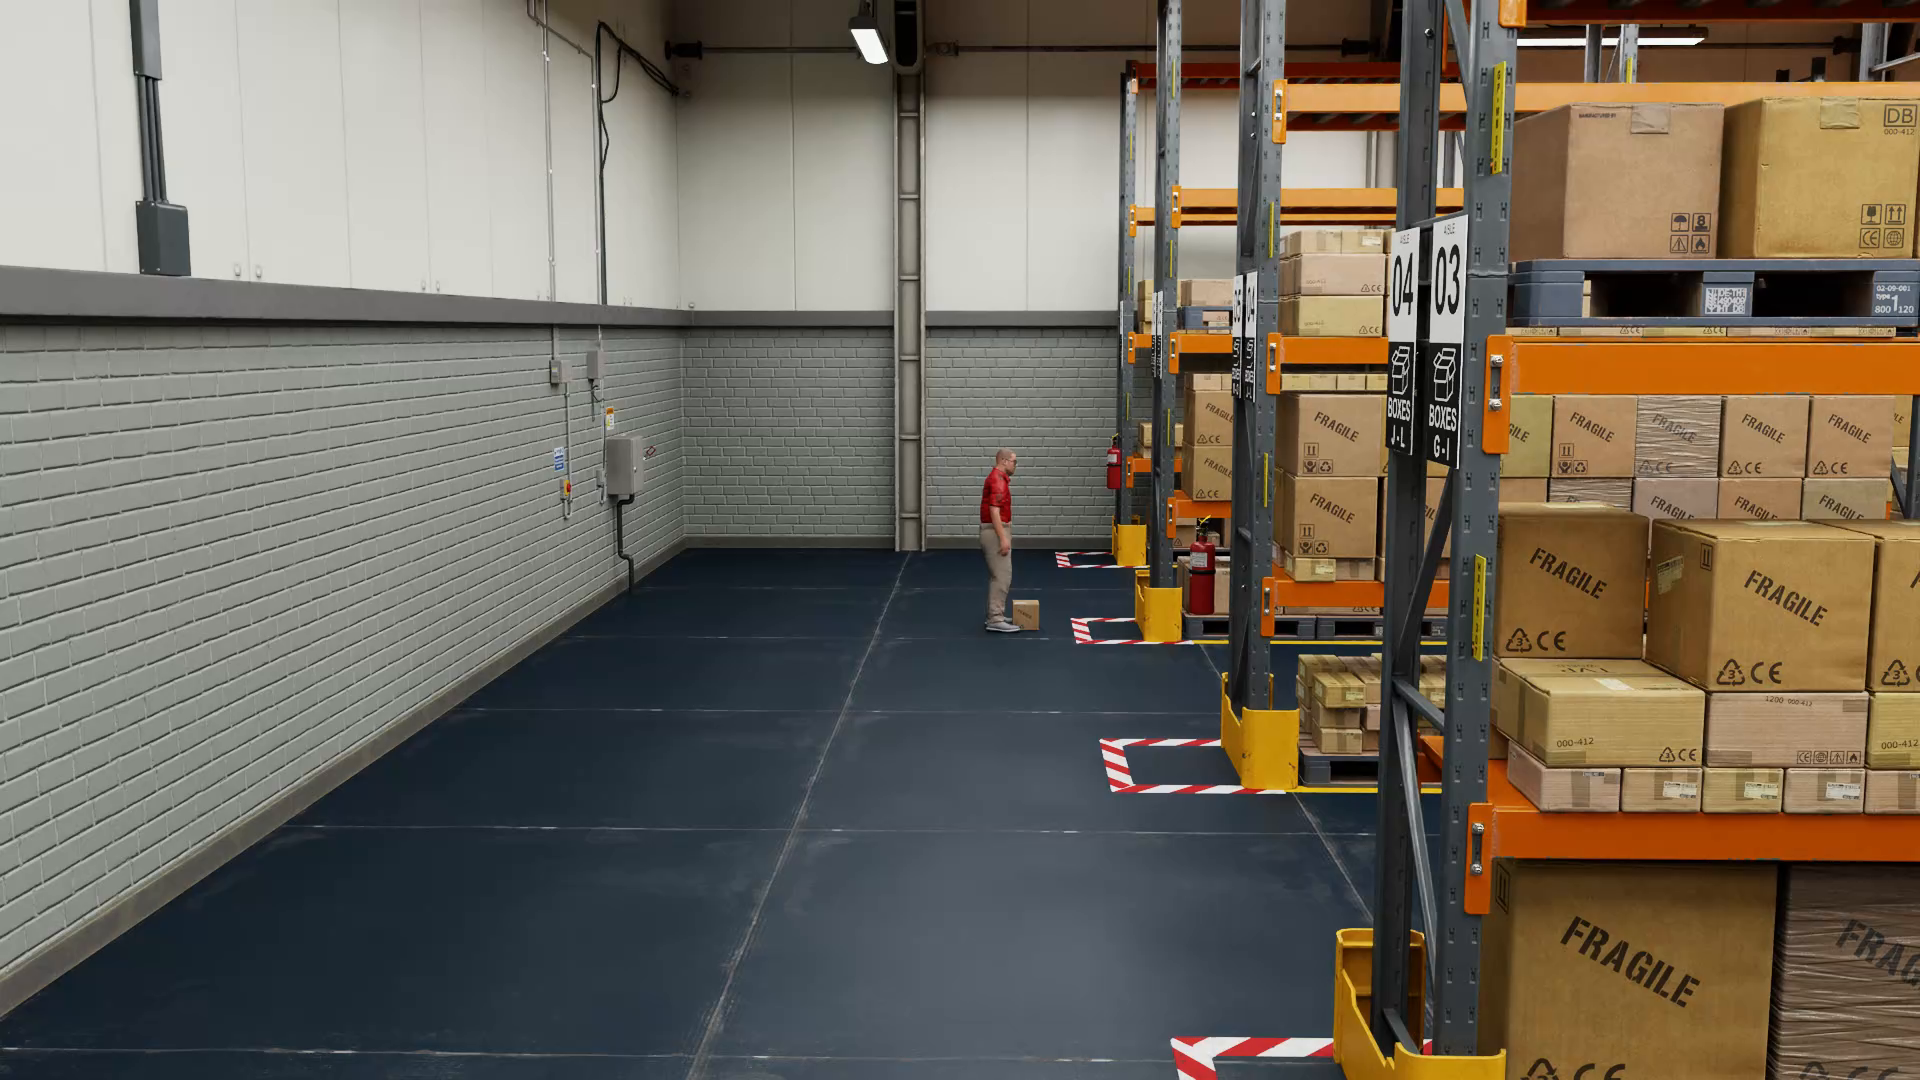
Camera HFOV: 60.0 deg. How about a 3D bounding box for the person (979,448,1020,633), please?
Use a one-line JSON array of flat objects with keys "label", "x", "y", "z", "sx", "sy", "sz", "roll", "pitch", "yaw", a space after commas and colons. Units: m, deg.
[{"label": "person", "x": 0.375, "y": -0.011, "z": 15.910, "sx": 0.390, "sy": 1.726, "sz": 0.588, "roll": 0, "pitch": 7, "yaw": -1}]
